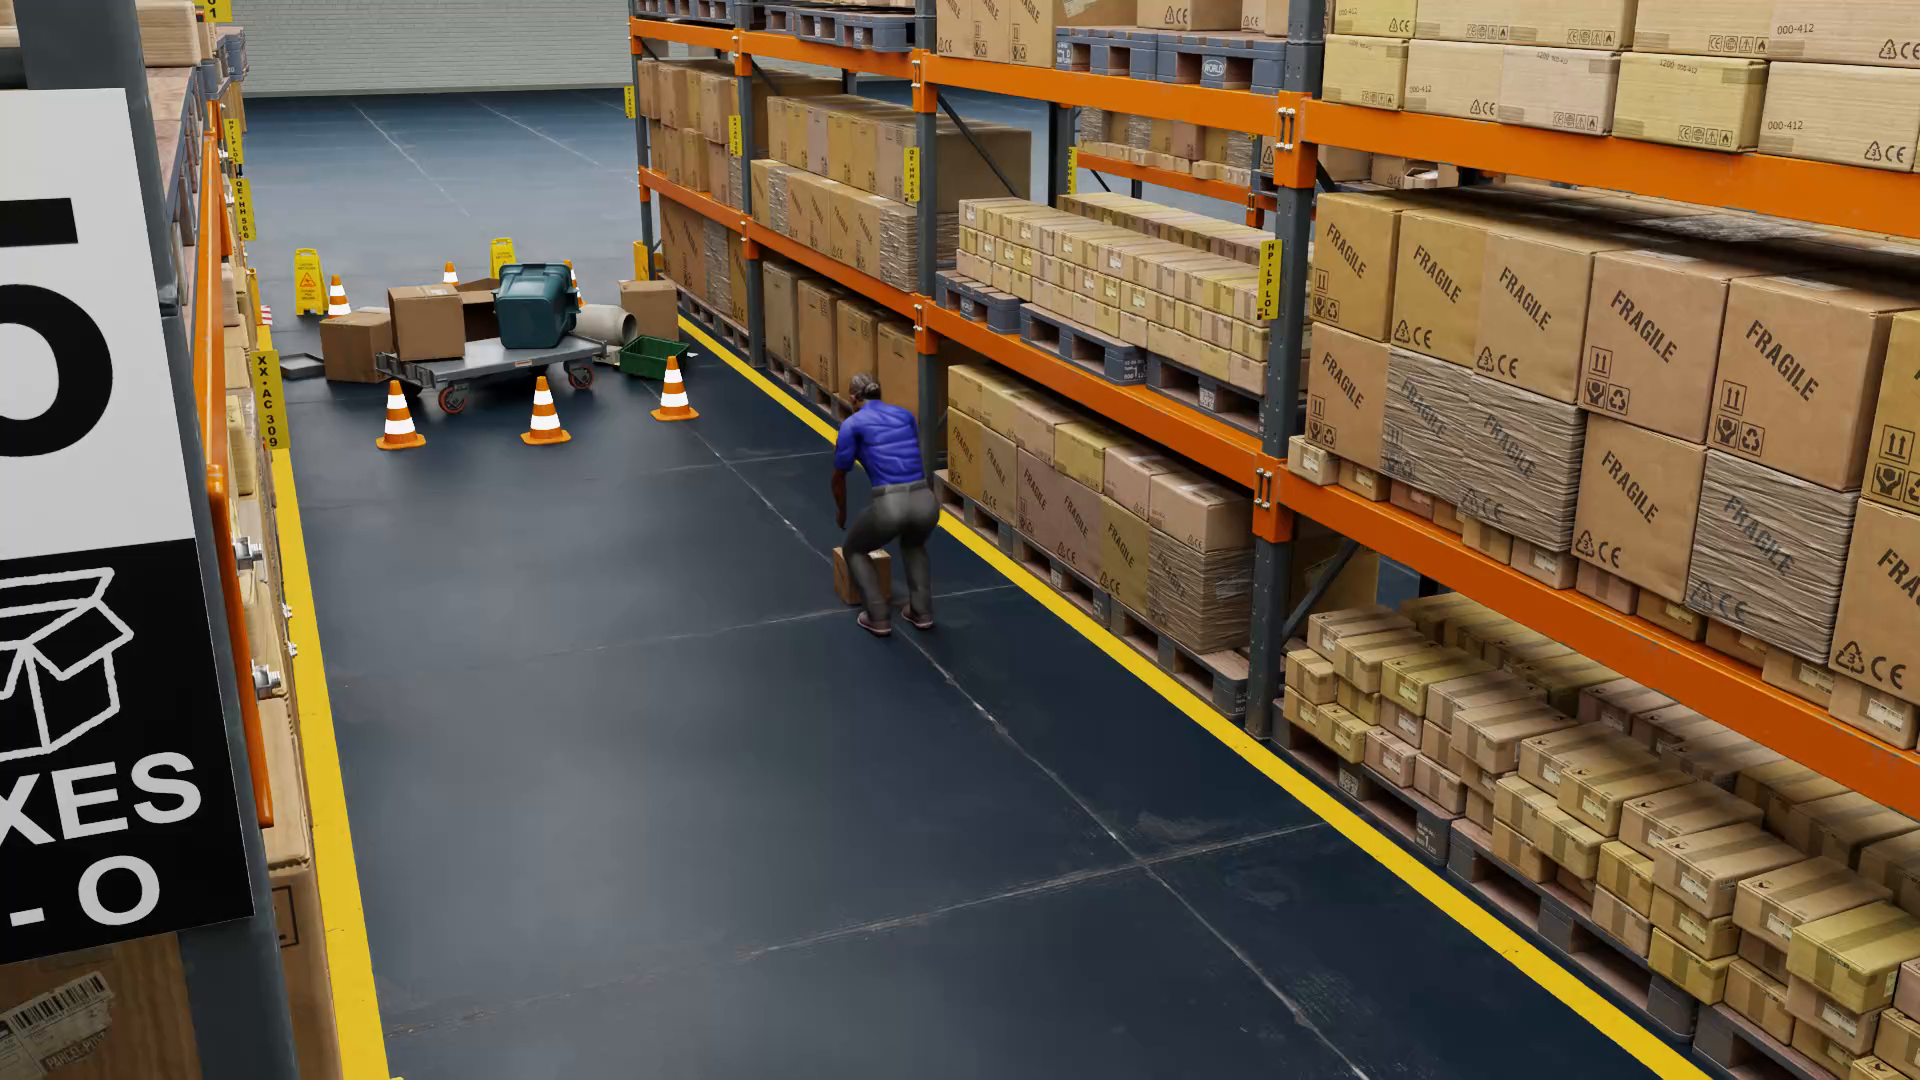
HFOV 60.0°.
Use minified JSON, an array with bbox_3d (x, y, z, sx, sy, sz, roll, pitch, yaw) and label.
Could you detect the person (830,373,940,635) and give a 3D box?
[{"bbox_3d":[-0.398,-0.173,8.635,0.497,1.303,0.669,-8,20,-22],"label":"person"}]
